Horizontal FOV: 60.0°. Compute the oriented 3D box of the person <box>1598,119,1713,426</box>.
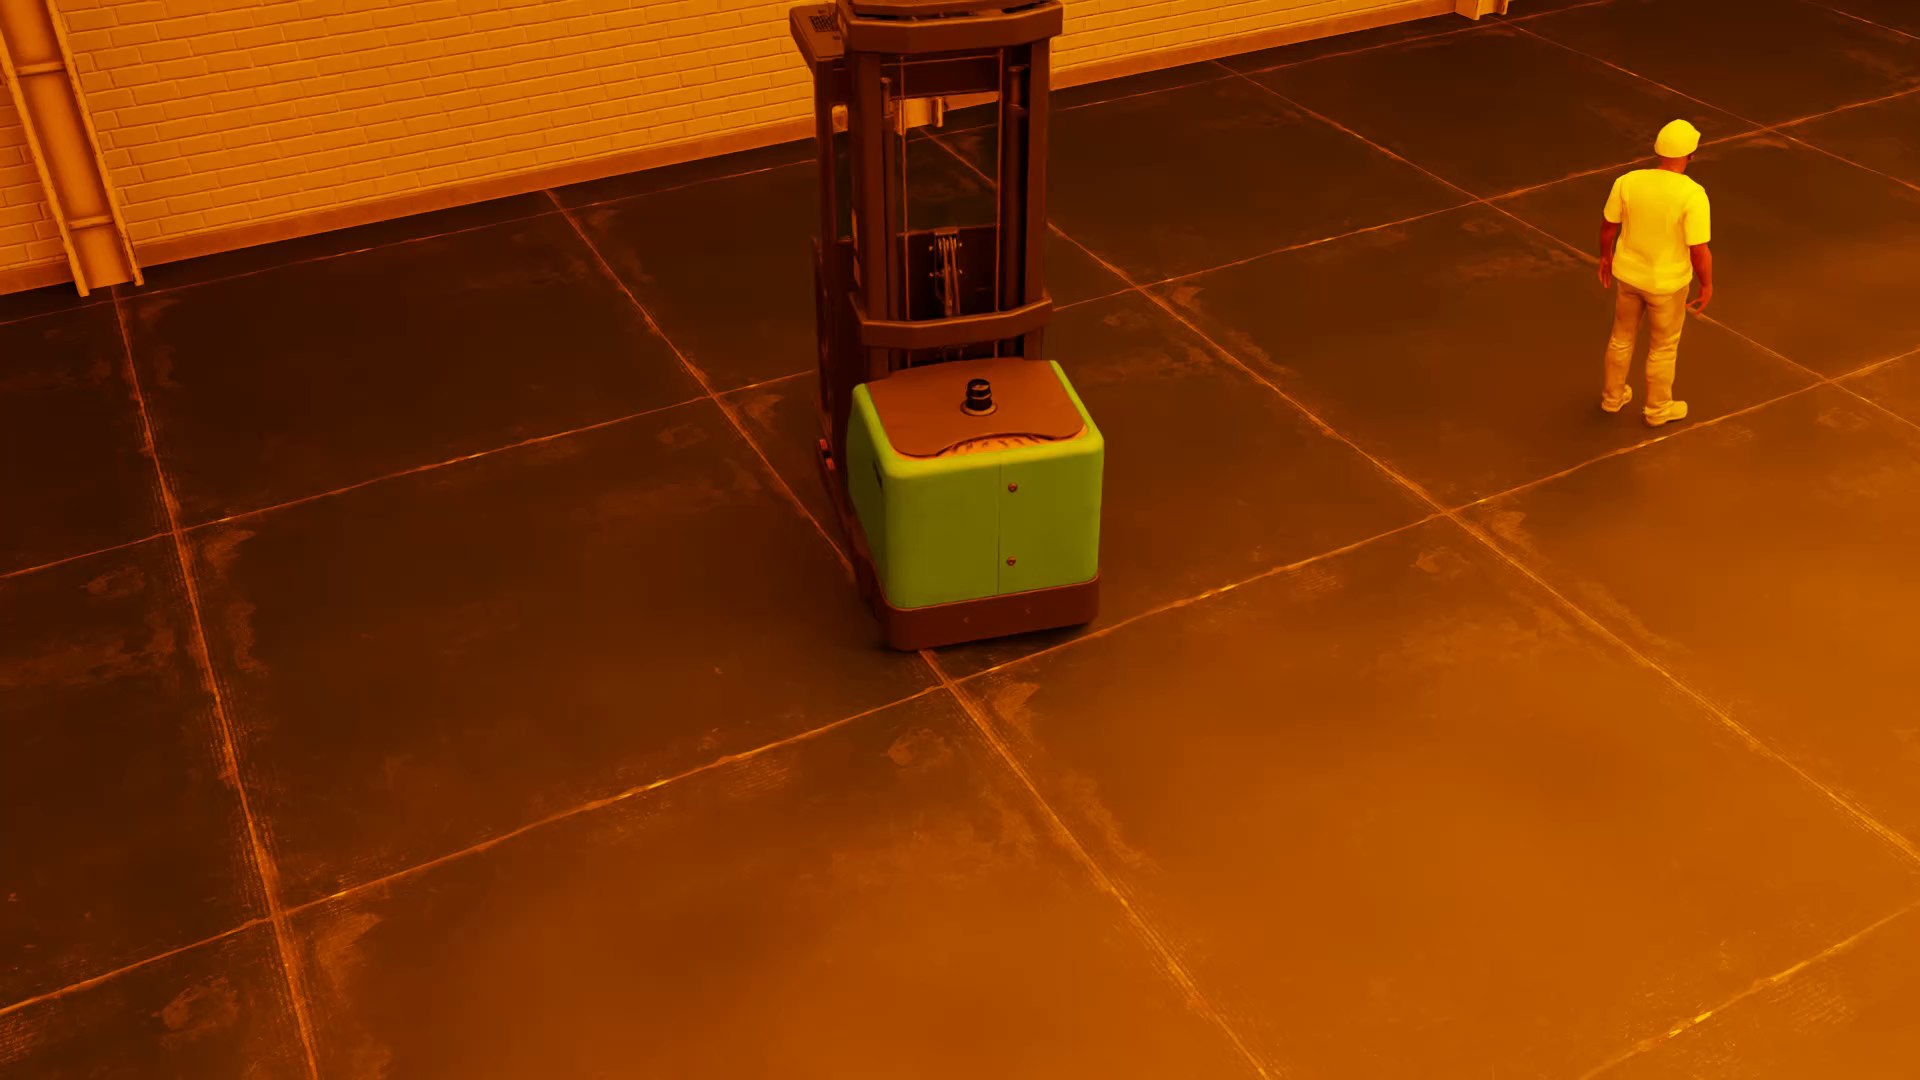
[{"bbox_3d":[3.879,-1.486,9.235,0.543,1.766,0.663,-26,43,-31],"label":"person"}]

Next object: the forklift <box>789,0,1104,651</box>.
[{"bbox_3d":[-0.187,-1.526,8.282,1.130,2.935,3.031,-8,36,-11],"label":"forklift"}]
